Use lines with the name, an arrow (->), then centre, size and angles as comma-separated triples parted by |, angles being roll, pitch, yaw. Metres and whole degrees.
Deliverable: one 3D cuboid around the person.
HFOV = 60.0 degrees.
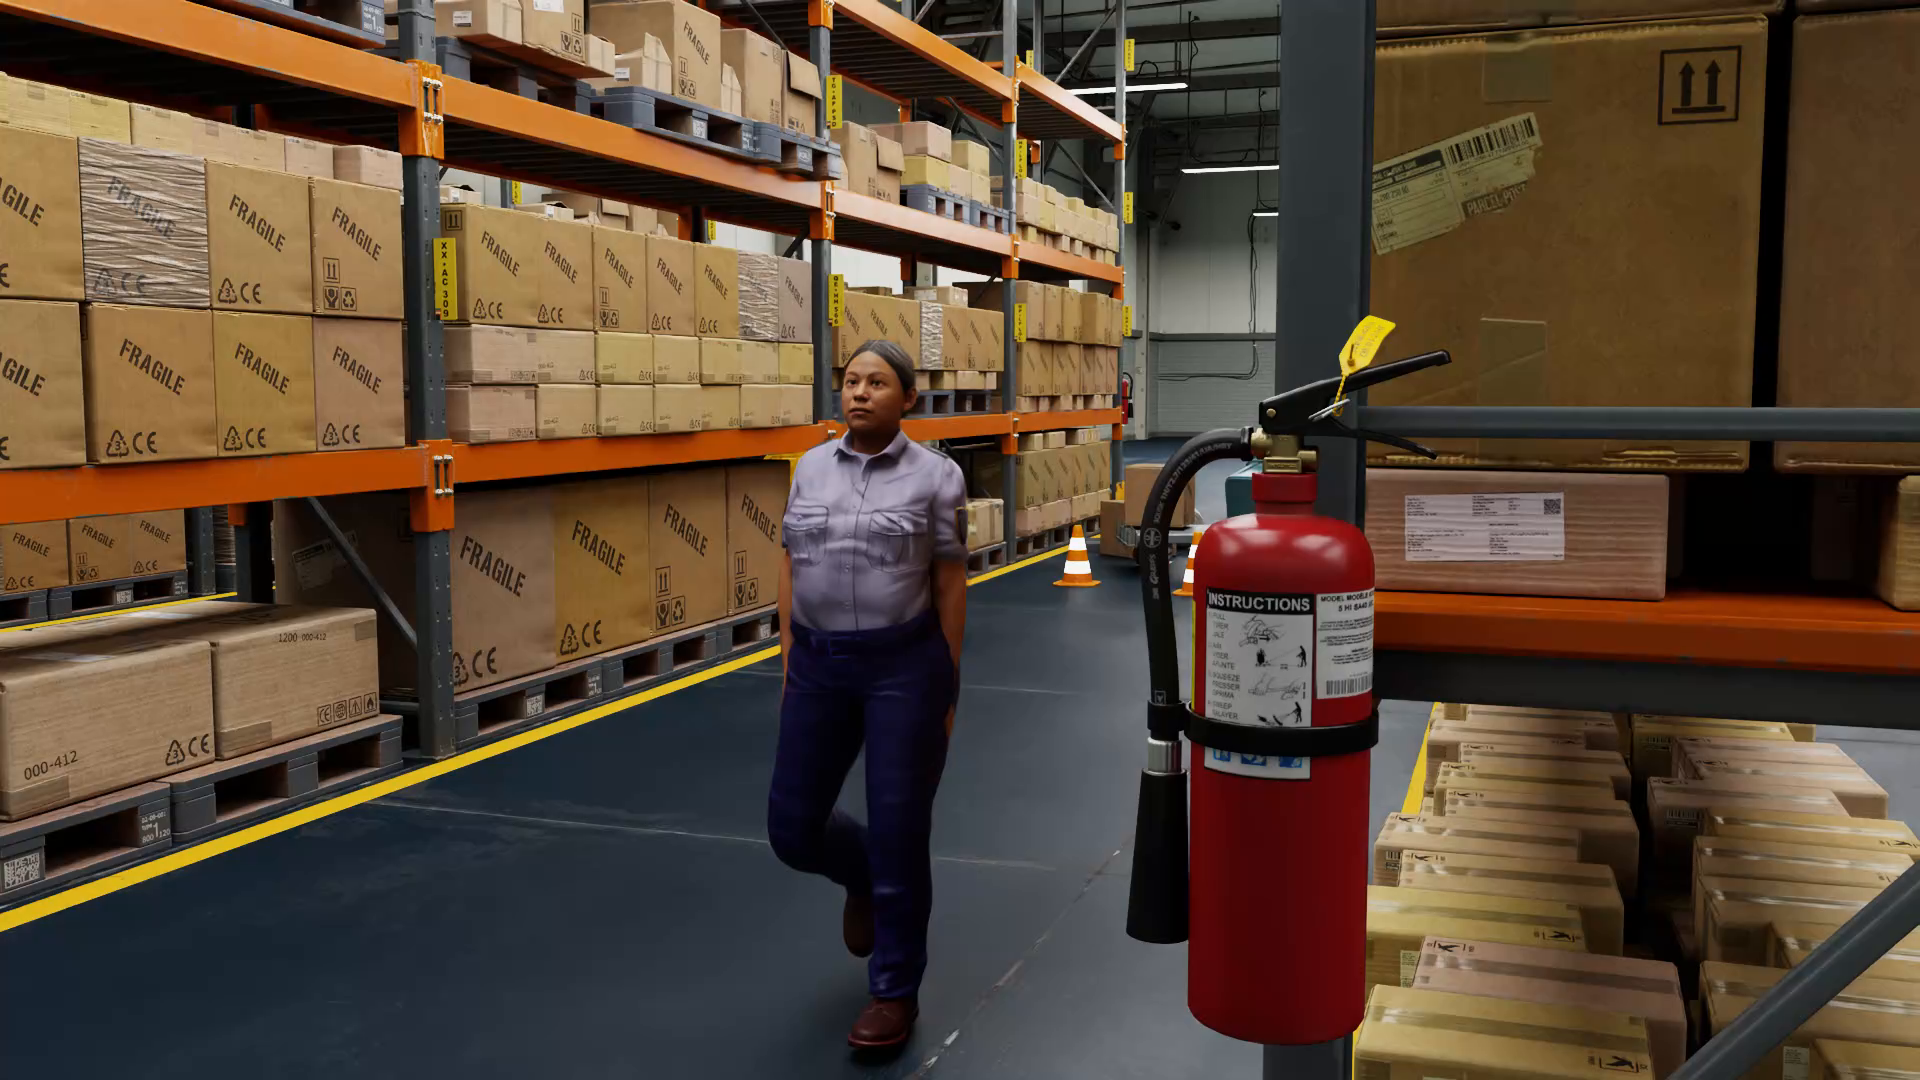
person -> -0.205, 0.333, 4.036 | 0.473, 1.632, 0.632 | 2, 6, 17
